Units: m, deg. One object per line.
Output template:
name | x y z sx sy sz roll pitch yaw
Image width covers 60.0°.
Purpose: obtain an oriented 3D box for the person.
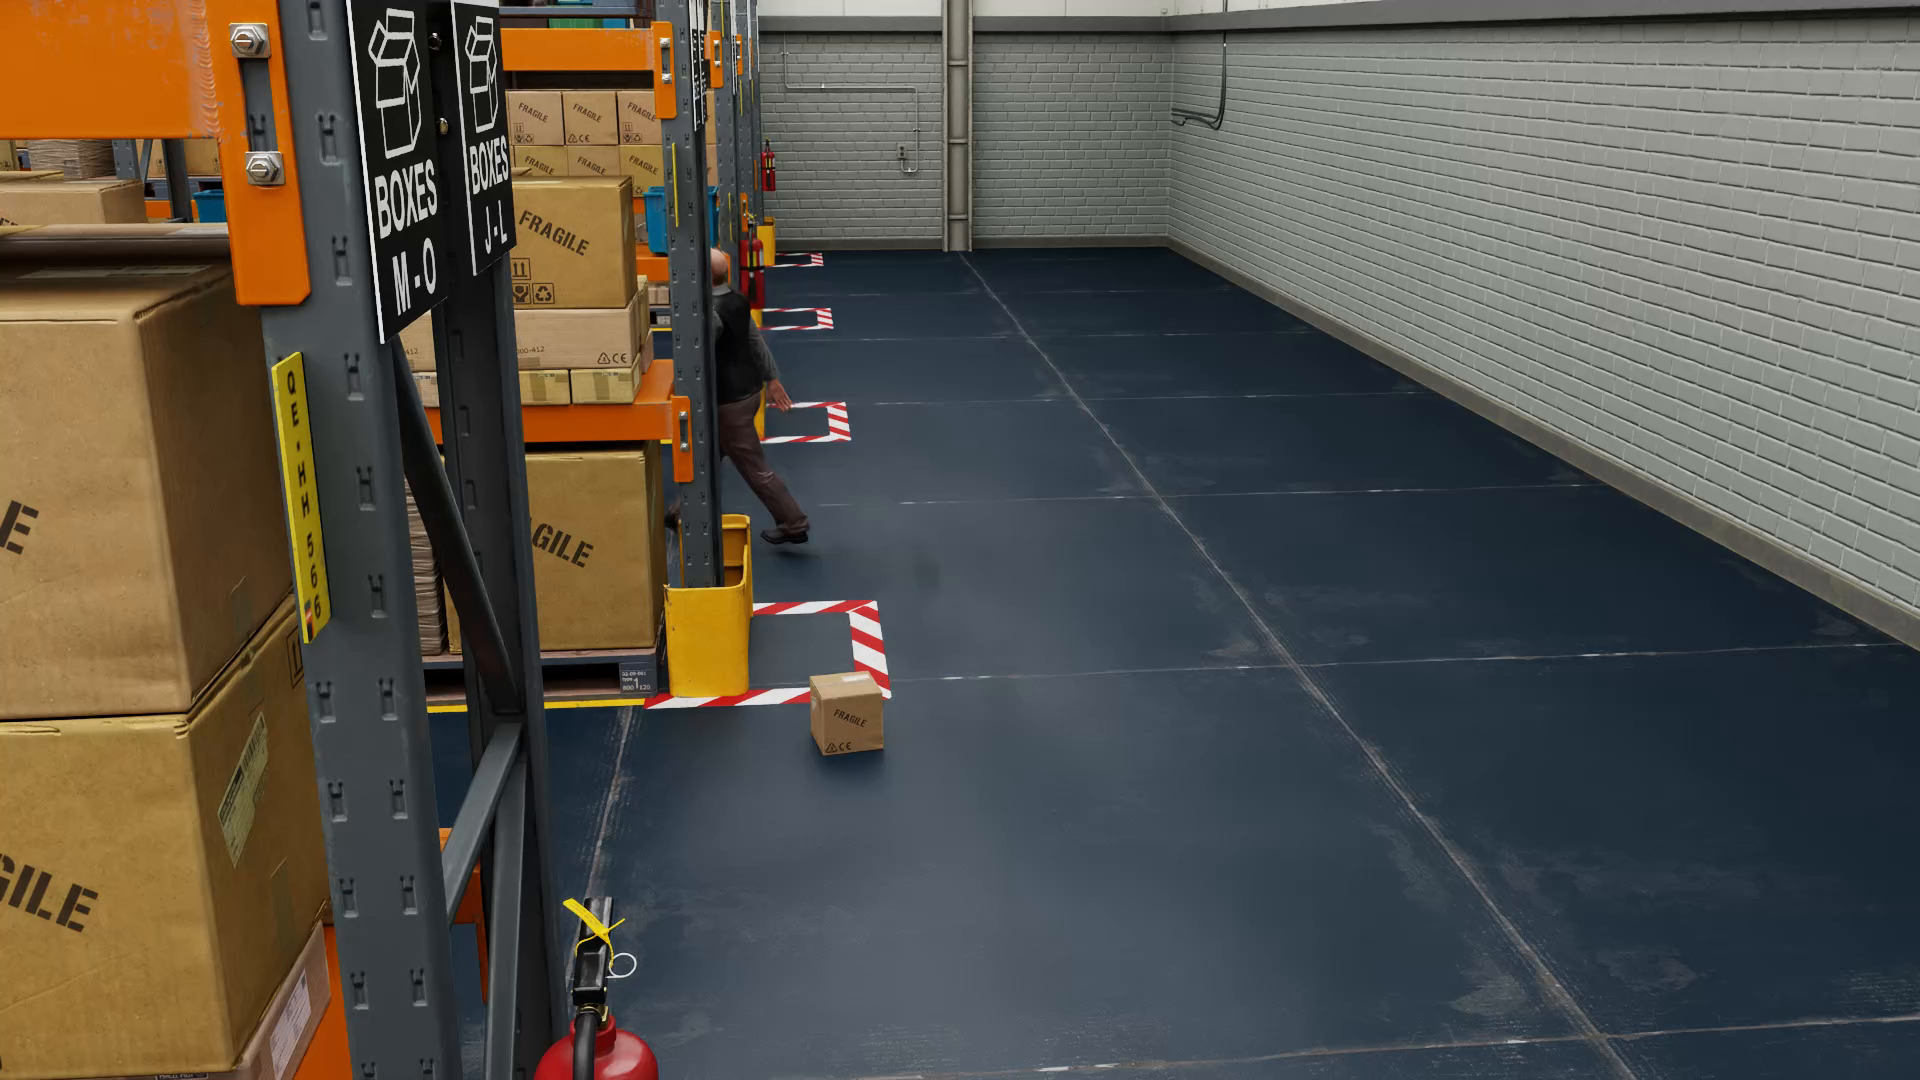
person | -1.347 -0.784 9.207 1.043 1.662 0.588 4 17 12
